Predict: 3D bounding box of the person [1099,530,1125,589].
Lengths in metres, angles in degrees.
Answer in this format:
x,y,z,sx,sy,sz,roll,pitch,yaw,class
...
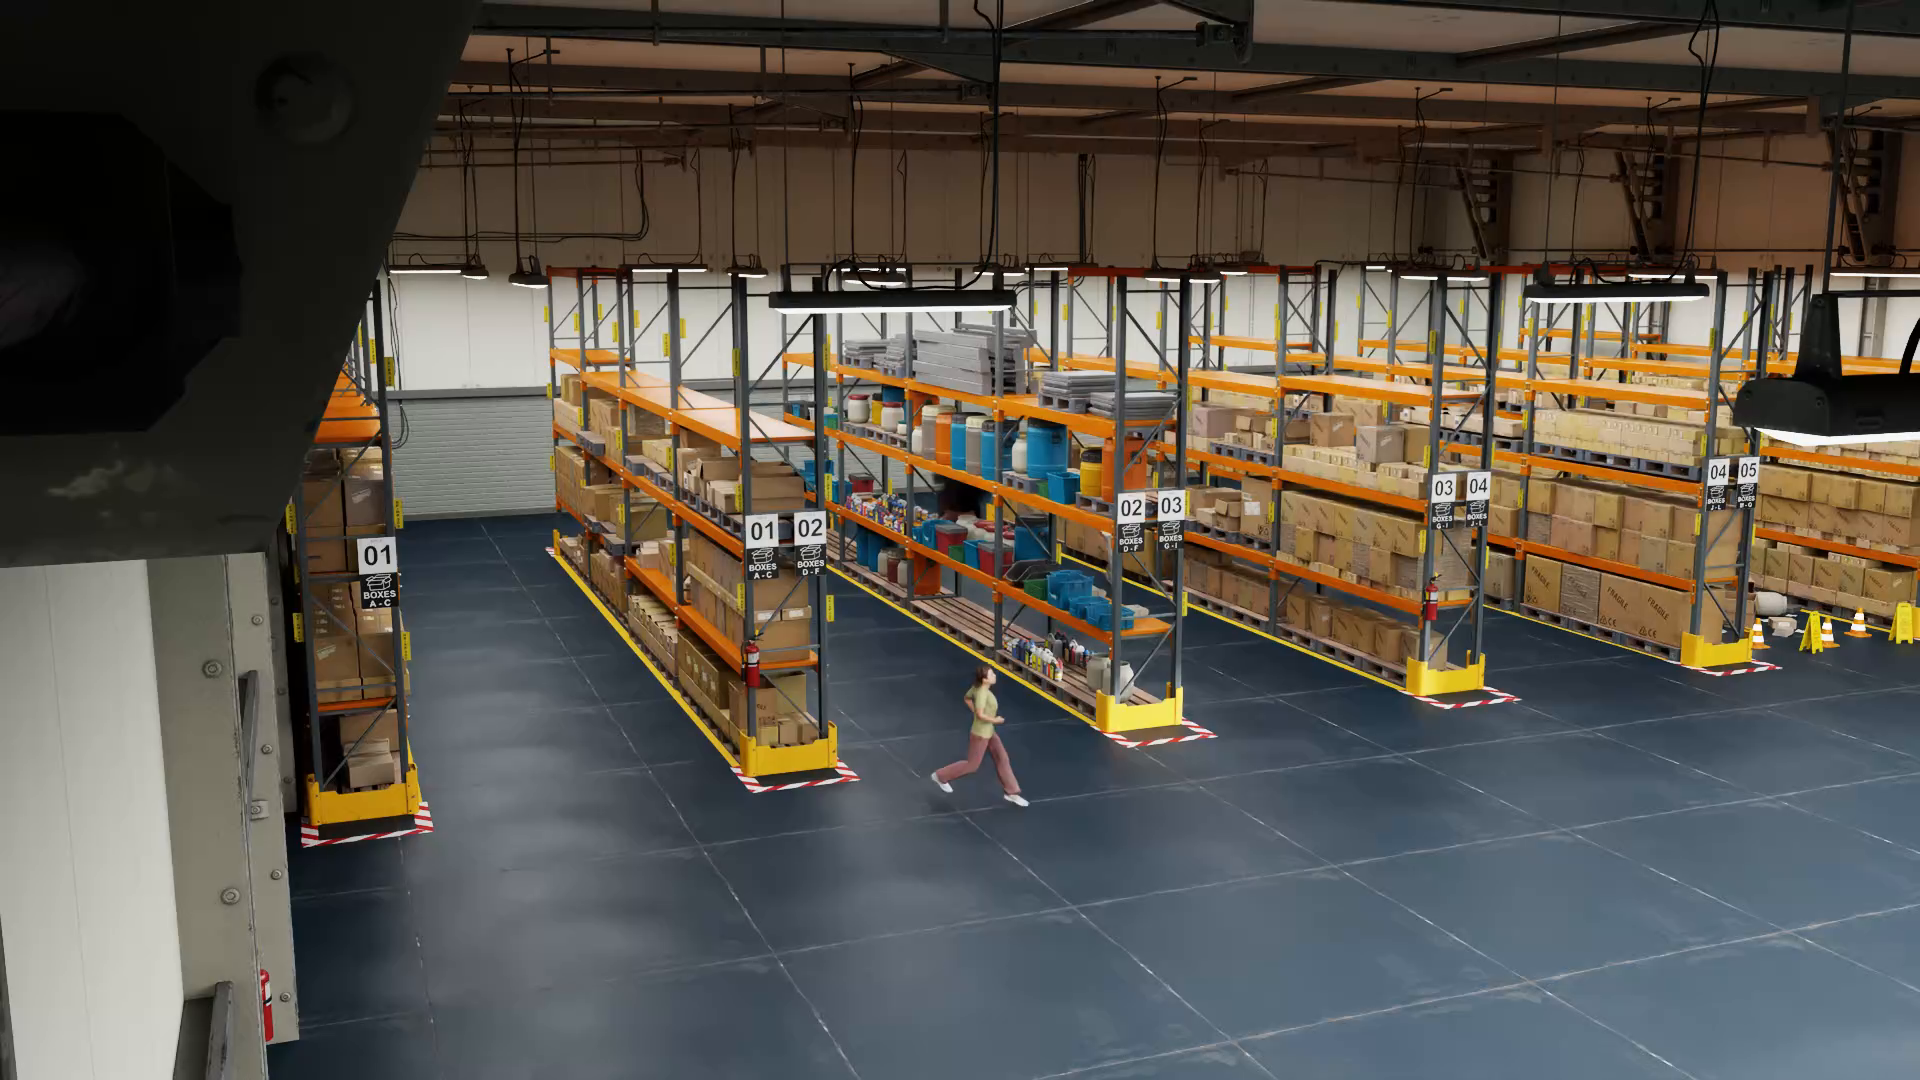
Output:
x,y,z,sx,sy,sz,roll,pitch,yaw,class
2.804,-0.028,30.102,0.707,1.777,0.725,-4,11,-21,person

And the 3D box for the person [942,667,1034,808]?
x,y,z,sx,sy,sz,roll,pitch,yaw,class
0.325,2.267,19.029,1.061,1.659,0.553,2,10,9,person
